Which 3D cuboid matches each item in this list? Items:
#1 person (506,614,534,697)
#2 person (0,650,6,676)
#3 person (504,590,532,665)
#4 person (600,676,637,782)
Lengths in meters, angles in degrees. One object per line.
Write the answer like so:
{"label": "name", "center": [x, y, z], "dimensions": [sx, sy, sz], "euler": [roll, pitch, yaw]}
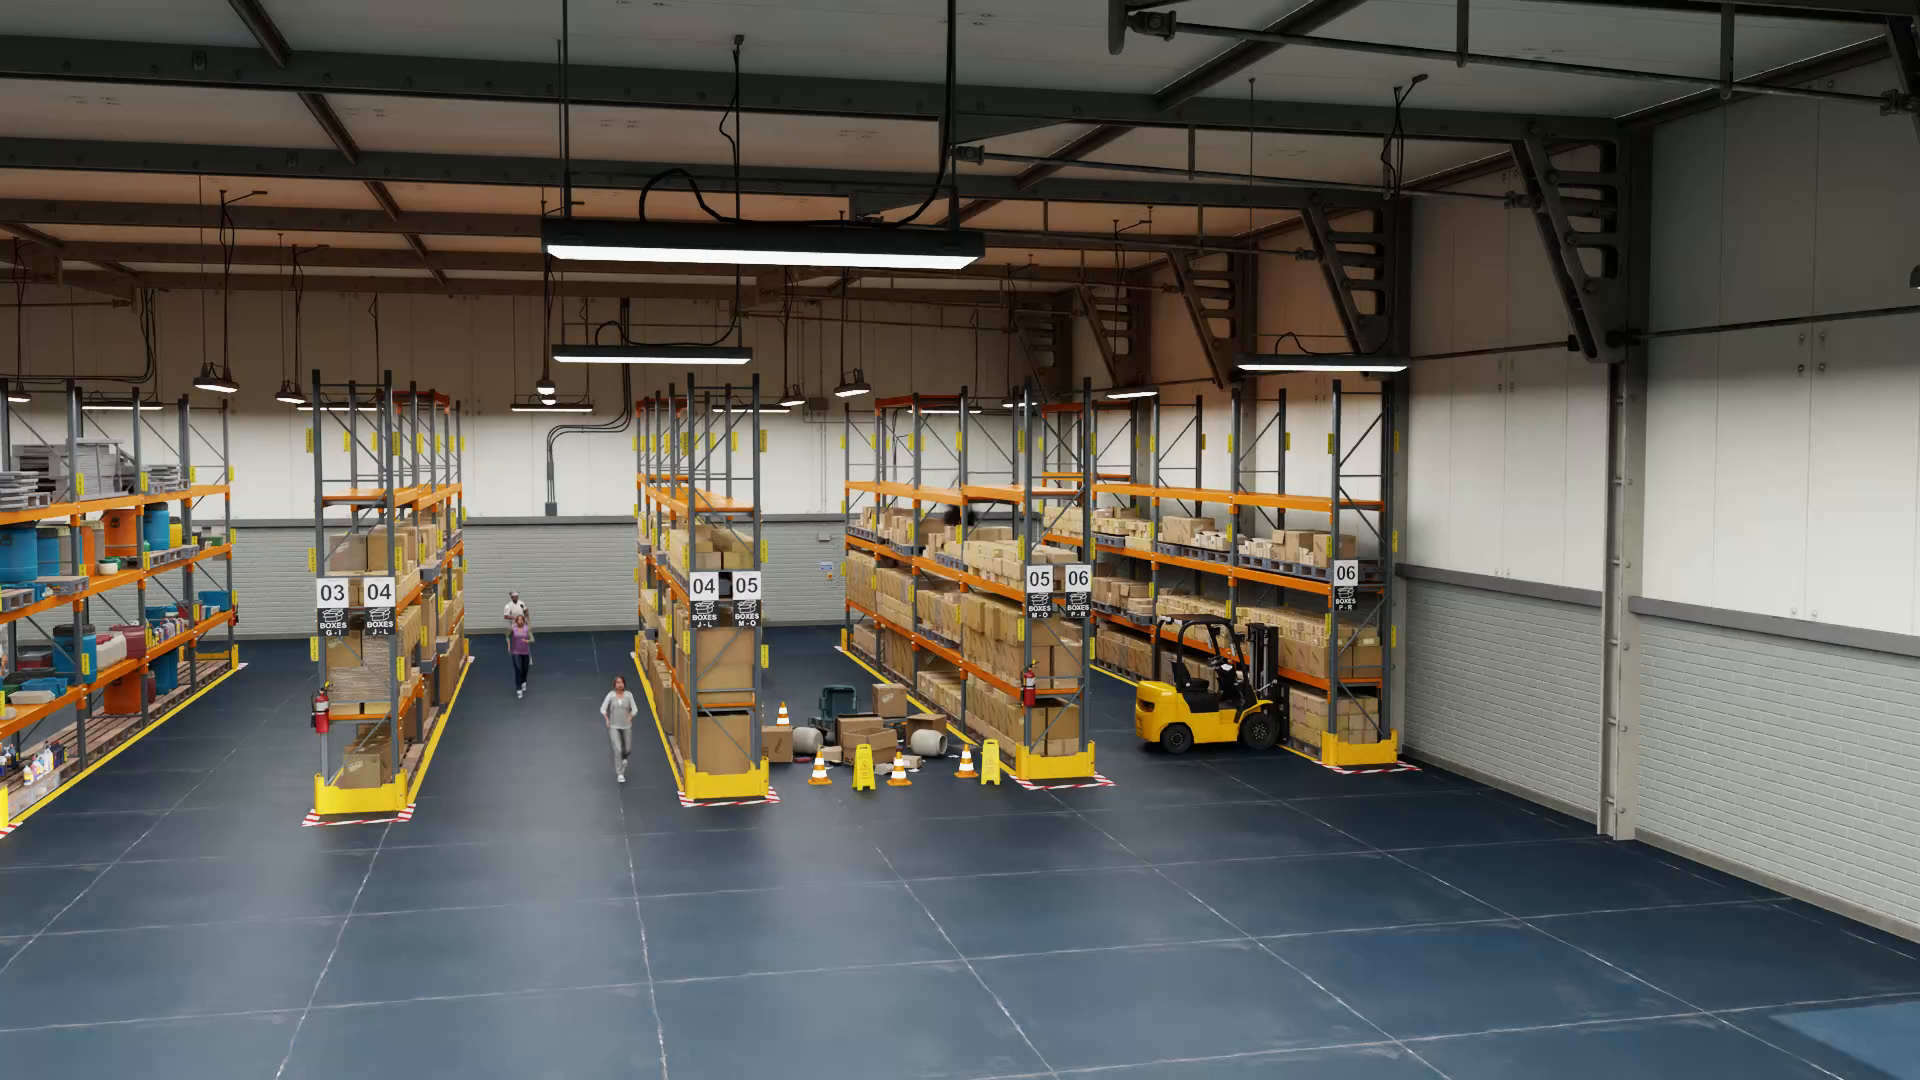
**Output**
{"label": "person", "center": [-8.734, 2.273, 33.051], "dimensions": [0.531, 1.594, 0.883], "euler": [-1, 4, -20]}
{"label": "person", "center": [-17.362, 2.492, 29.570], "dimensions": [0.619, 1.702, 0.691], "euler": [-1, 3, -15]}
{"label": "person", "center": [-10.109, 1.989, 37.938], "dimensions": [0.592, 1.689, 0.854], "euler": [-1, 4, -24]}
{"label": "person", "center": [-5.078, 2.793, 24.770], "dimensions": [0.541, 1.552, 0.666], "euler": [-1, 3, -17]}
